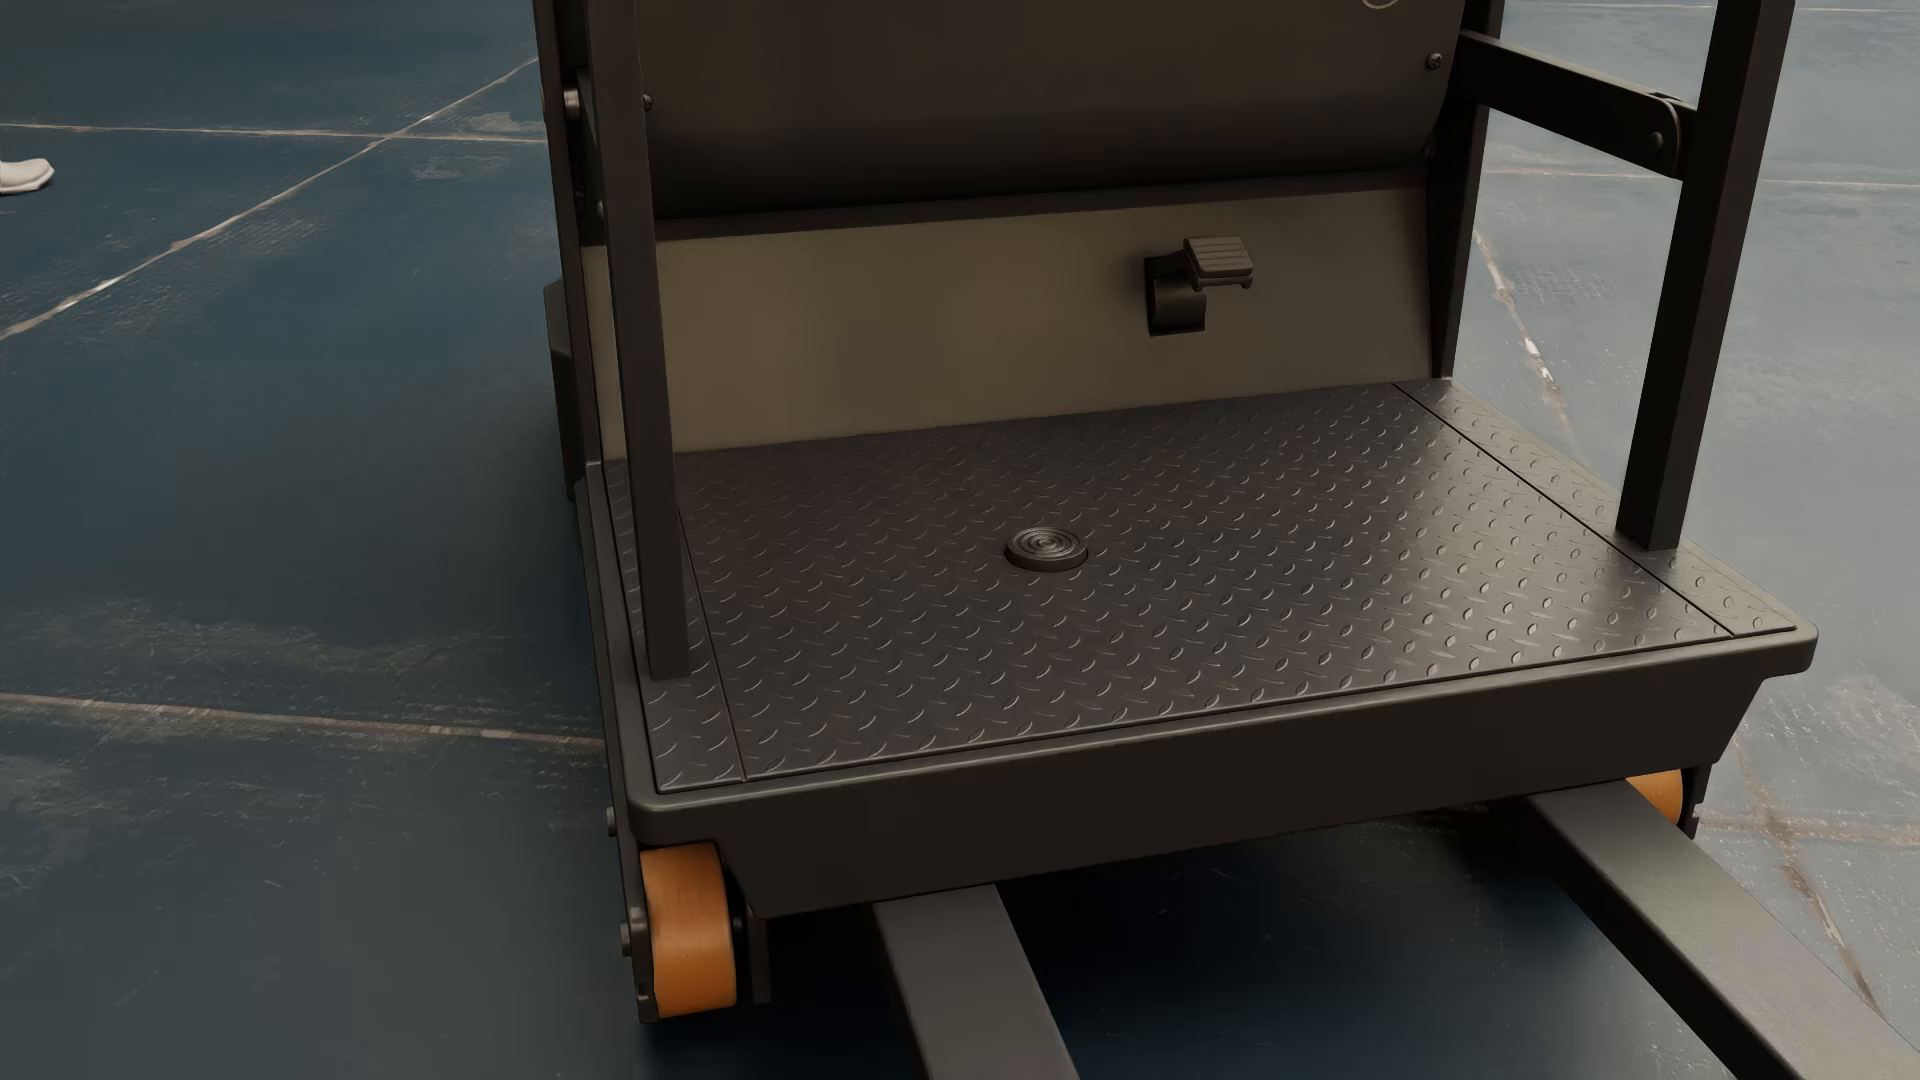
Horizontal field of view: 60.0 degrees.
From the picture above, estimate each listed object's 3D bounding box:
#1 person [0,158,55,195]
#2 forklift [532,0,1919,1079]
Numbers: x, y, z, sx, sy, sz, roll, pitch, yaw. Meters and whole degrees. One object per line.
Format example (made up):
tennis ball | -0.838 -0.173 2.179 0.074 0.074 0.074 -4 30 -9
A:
person | -2.634 -1.713 3.932 0.603 1.795 0.374 13 29 25
forklift | 0.153 -1.049 1.319 1.130 2.935 3.031 -7 27 -13
